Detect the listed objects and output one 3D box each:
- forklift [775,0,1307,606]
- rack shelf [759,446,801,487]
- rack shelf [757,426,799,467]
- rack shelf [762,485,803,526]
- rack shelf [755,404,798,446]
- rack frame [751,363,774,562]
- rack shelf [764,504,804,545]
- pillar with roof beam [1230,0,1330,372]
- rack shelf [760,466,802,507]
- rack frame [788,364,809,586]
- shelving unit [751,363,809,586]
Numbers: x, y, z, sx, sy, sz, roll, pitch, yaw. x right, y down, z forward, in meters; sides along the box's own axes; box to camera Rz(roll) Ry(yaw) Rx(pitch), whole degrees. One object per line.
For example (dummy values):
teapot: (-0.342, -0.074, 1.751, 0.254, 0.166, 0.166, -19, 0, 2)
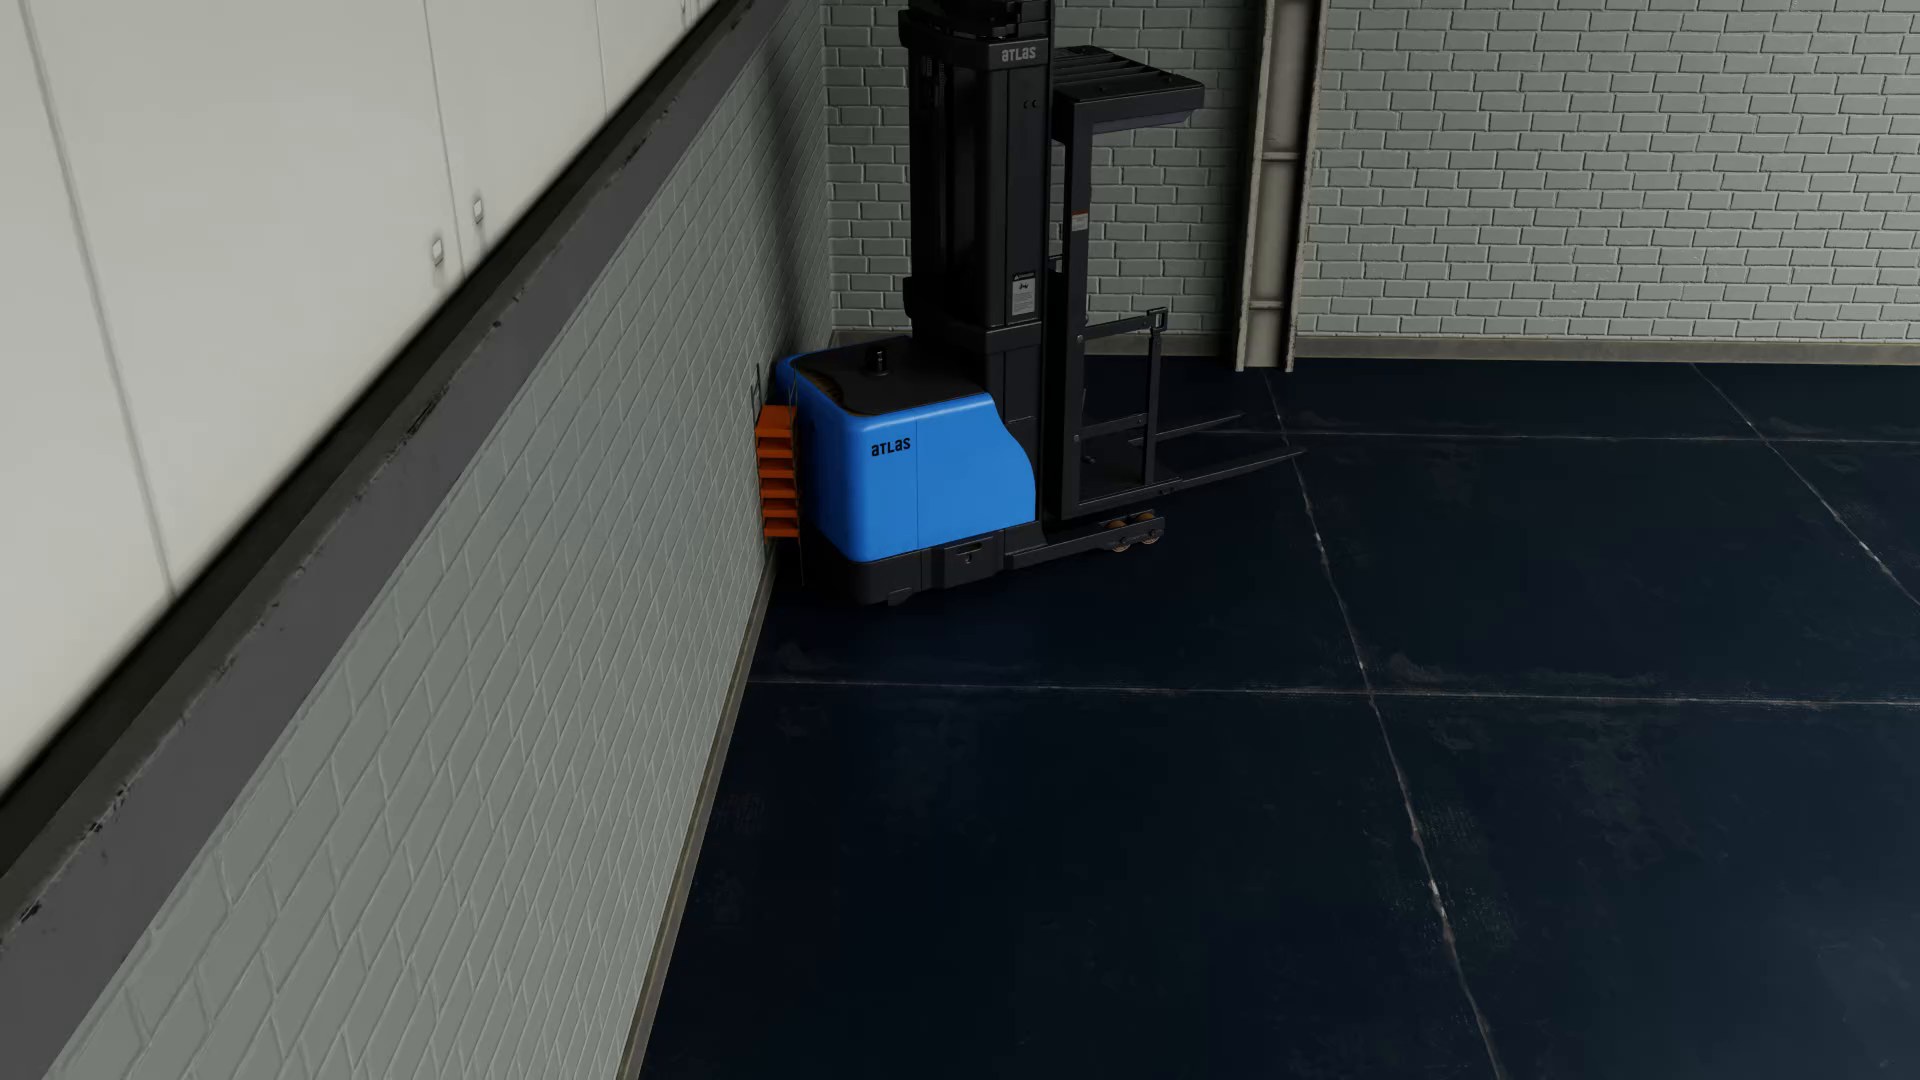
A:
forklift: (0.554, -1.434, 8.825, 3.031, 2.935, 1.130, -14, 31, -25)
rack shelf: (-0.920, -0.382, 8.510, 0.180, 0.103, 0.258, 1, 35, 2)
rack shelf: (-0.920, -0.481, 8.442, 0.180, 0.103, 0.258, 1, 35, 2)
rack shelf: (-0.919, -0.184, 8.646, 0.180, 0.103, 0.258, 1, 35, 2)
rack shelf: (-0.921, -0.579, 8.374, 0.180, 0.103, 0.258, 1, 35, 2)
rack frame: (-1.011, -0.322, 8.557, 0.006, 1.200, 0.240, 1, 35, 2)
rack shelf: (-0.918, -0.085, 8.714, 0.180, 0.103, 0.258, 1, 35, 2)
pillar with roof beam: (1.942, -3.192, 5.664, 0.400, 9.000, 9.100, 1, 28, 2)
rack shelf: (-0.919, -0.283, 8.578, 0.180, 0.103, 0.258, 1, 35, 2)
rack frame: (-0.828, -0.317, 8.549, 0.006, 1.200, 0.240, 1, 35, 2)
shelving unit: (-0.919, -0.319, 8.553, 0.189, 1.200, 0.258, 1, 35, 2)
